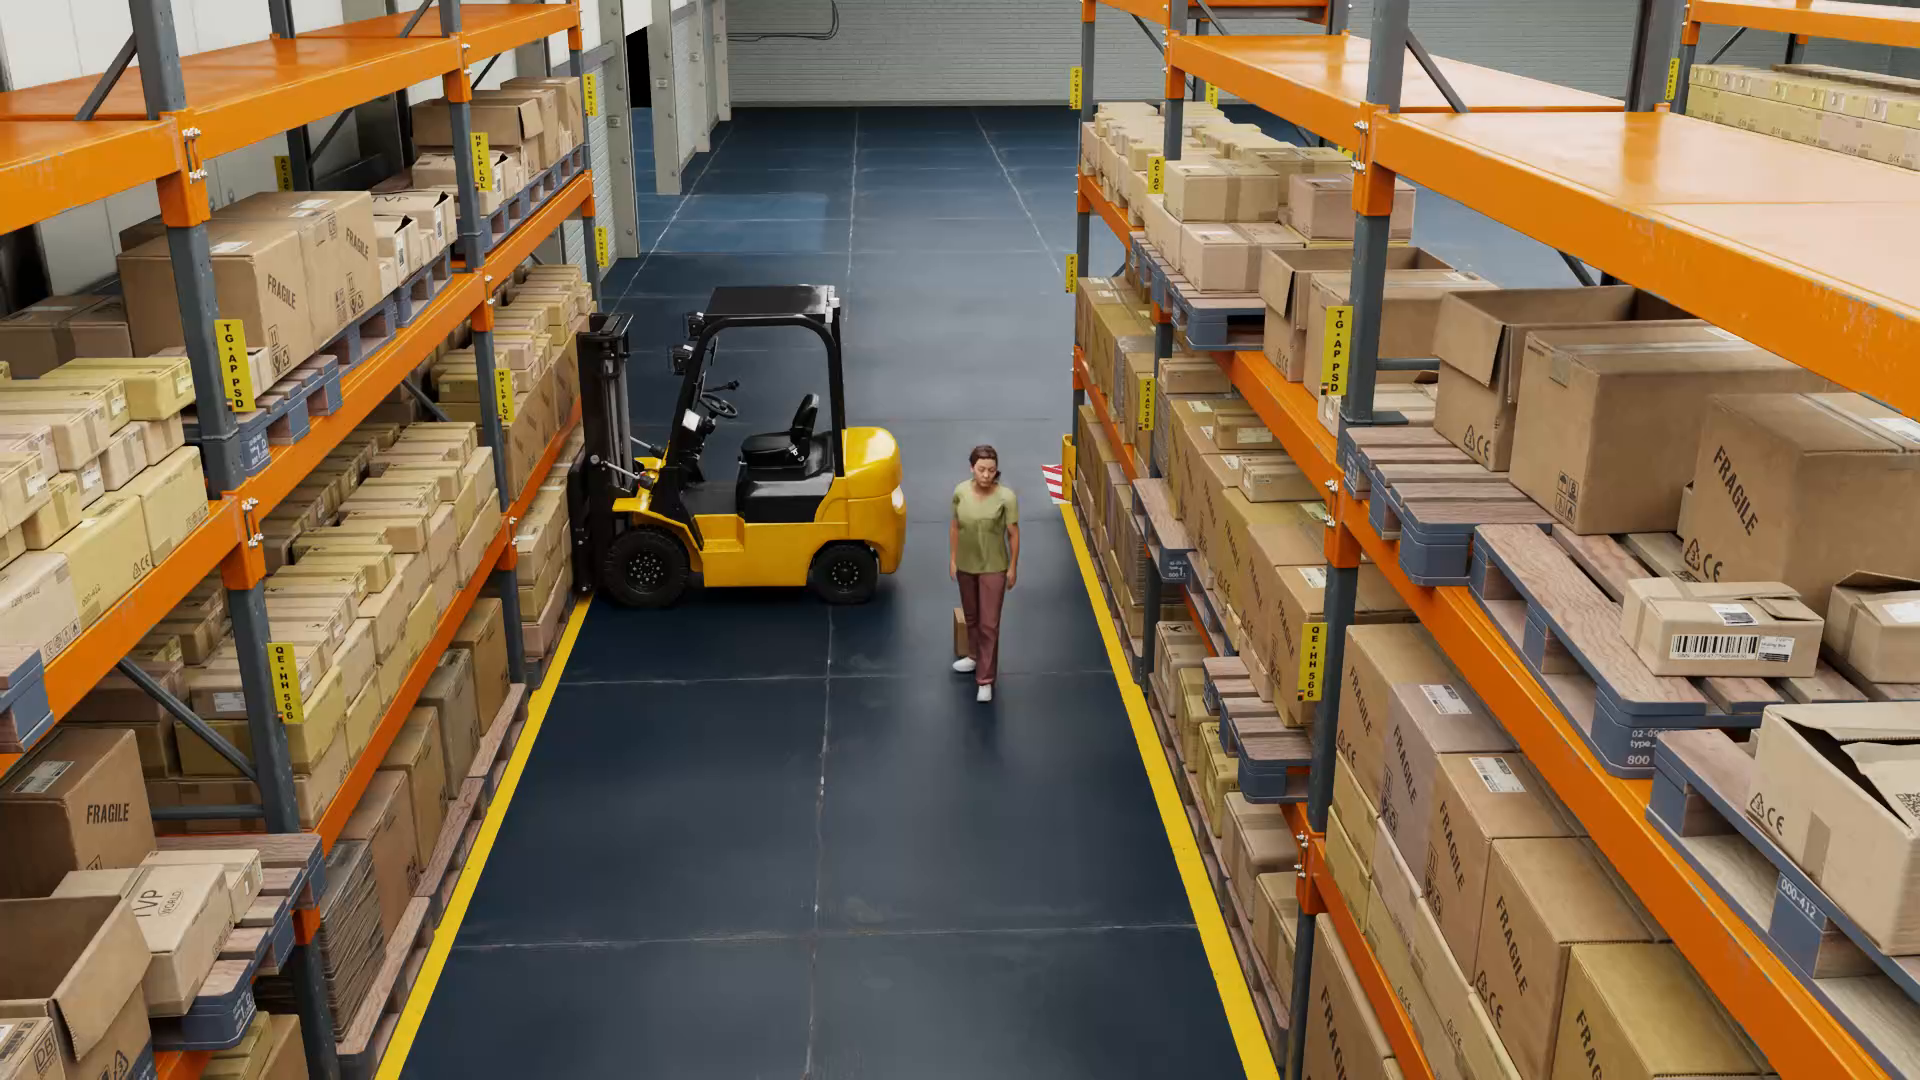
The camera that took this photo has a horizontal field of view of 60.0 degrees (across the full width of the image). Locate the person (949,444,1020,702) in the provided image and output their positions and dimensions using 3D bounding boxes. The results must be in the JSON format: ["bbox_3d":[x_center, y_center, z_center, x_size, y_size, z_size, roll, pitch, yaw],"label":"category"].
[{"bbox_3d":[0.144,0.166,10.644,0.479,1.664,0.570,9,22,22],"label":"person"}]
